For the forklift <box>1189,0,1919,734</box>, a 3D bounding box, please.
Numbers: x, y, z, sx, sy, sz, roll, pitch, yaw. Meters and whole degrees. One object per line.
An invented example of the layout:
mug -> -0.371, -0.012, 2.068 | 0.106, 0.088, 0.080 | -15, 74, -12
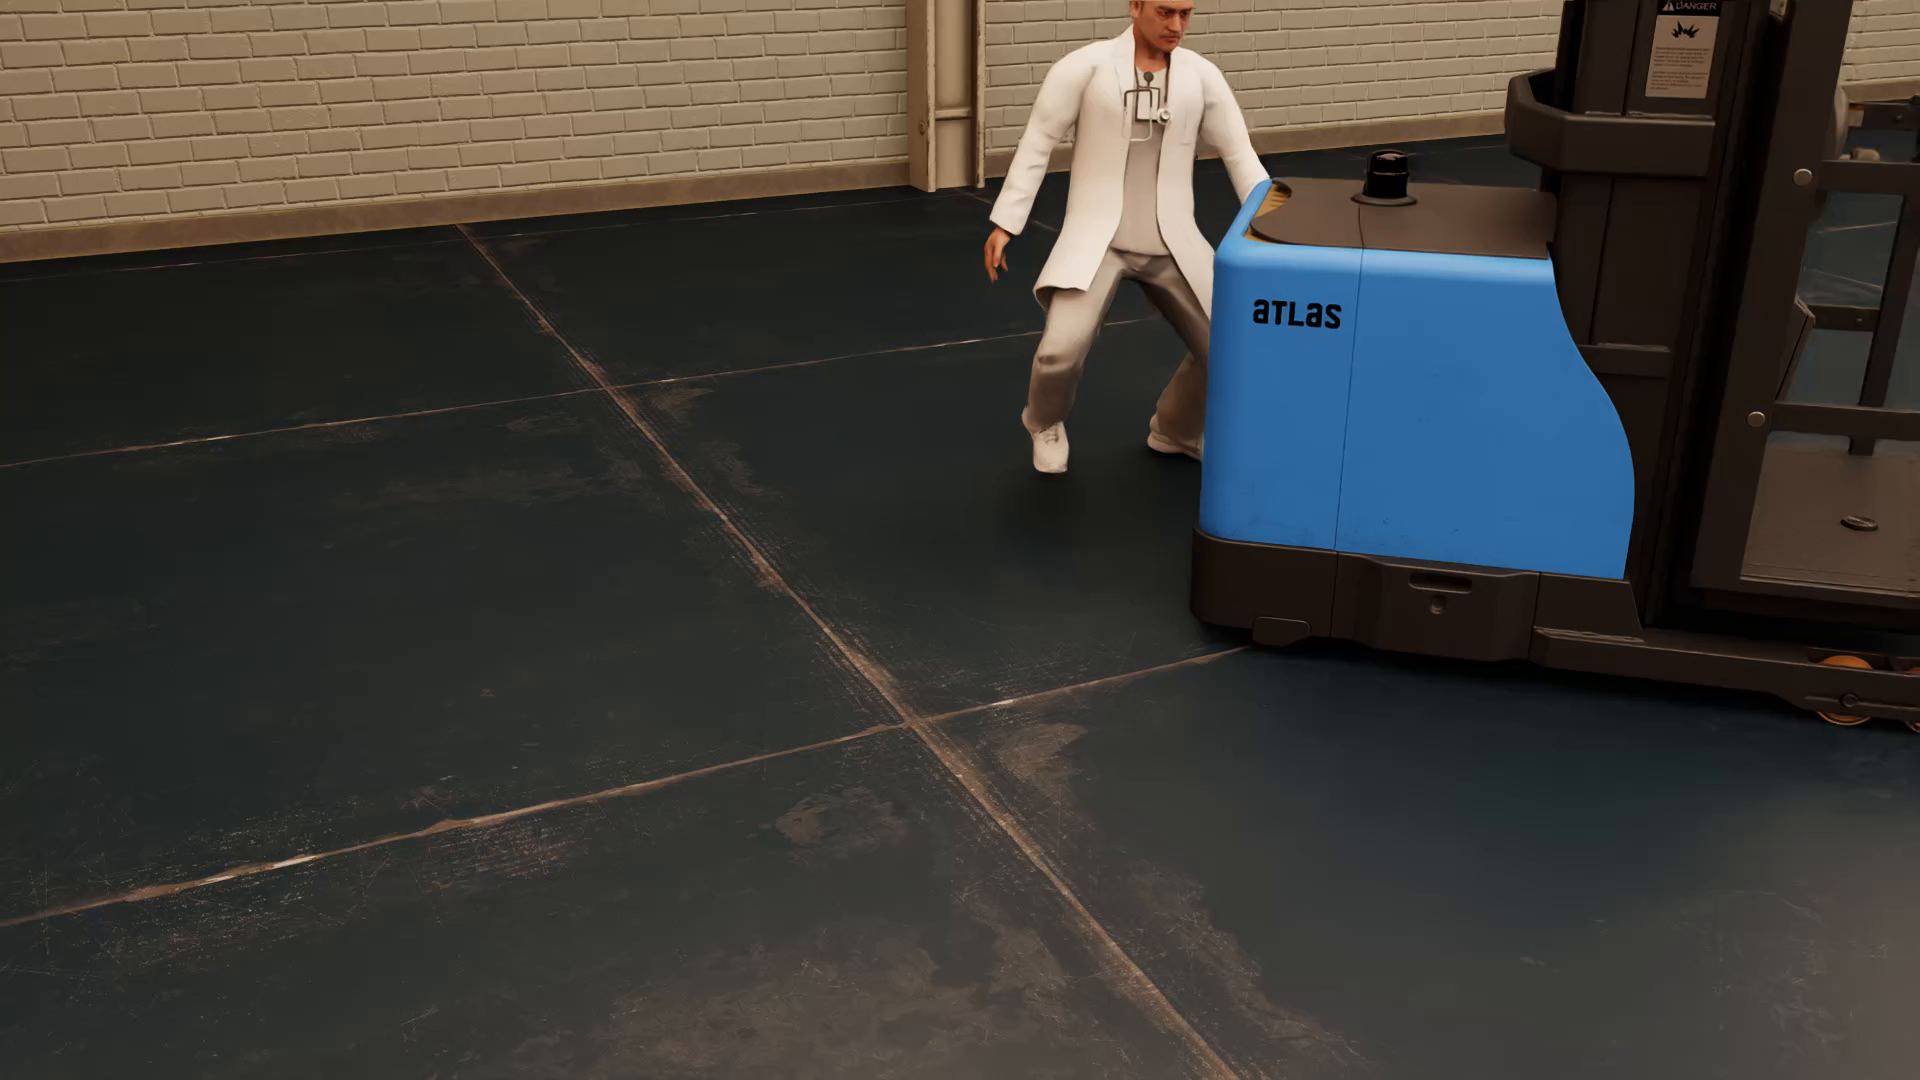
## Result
forklift -> 2.191, -1.111, 3.961 | 3.031, 2.935, 1.130 | 6, 23, 14

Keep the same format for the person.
person -> 0.565, -0.968, 5.308 | 0.977, 1.666, 0.630 | -2, 23, -5
